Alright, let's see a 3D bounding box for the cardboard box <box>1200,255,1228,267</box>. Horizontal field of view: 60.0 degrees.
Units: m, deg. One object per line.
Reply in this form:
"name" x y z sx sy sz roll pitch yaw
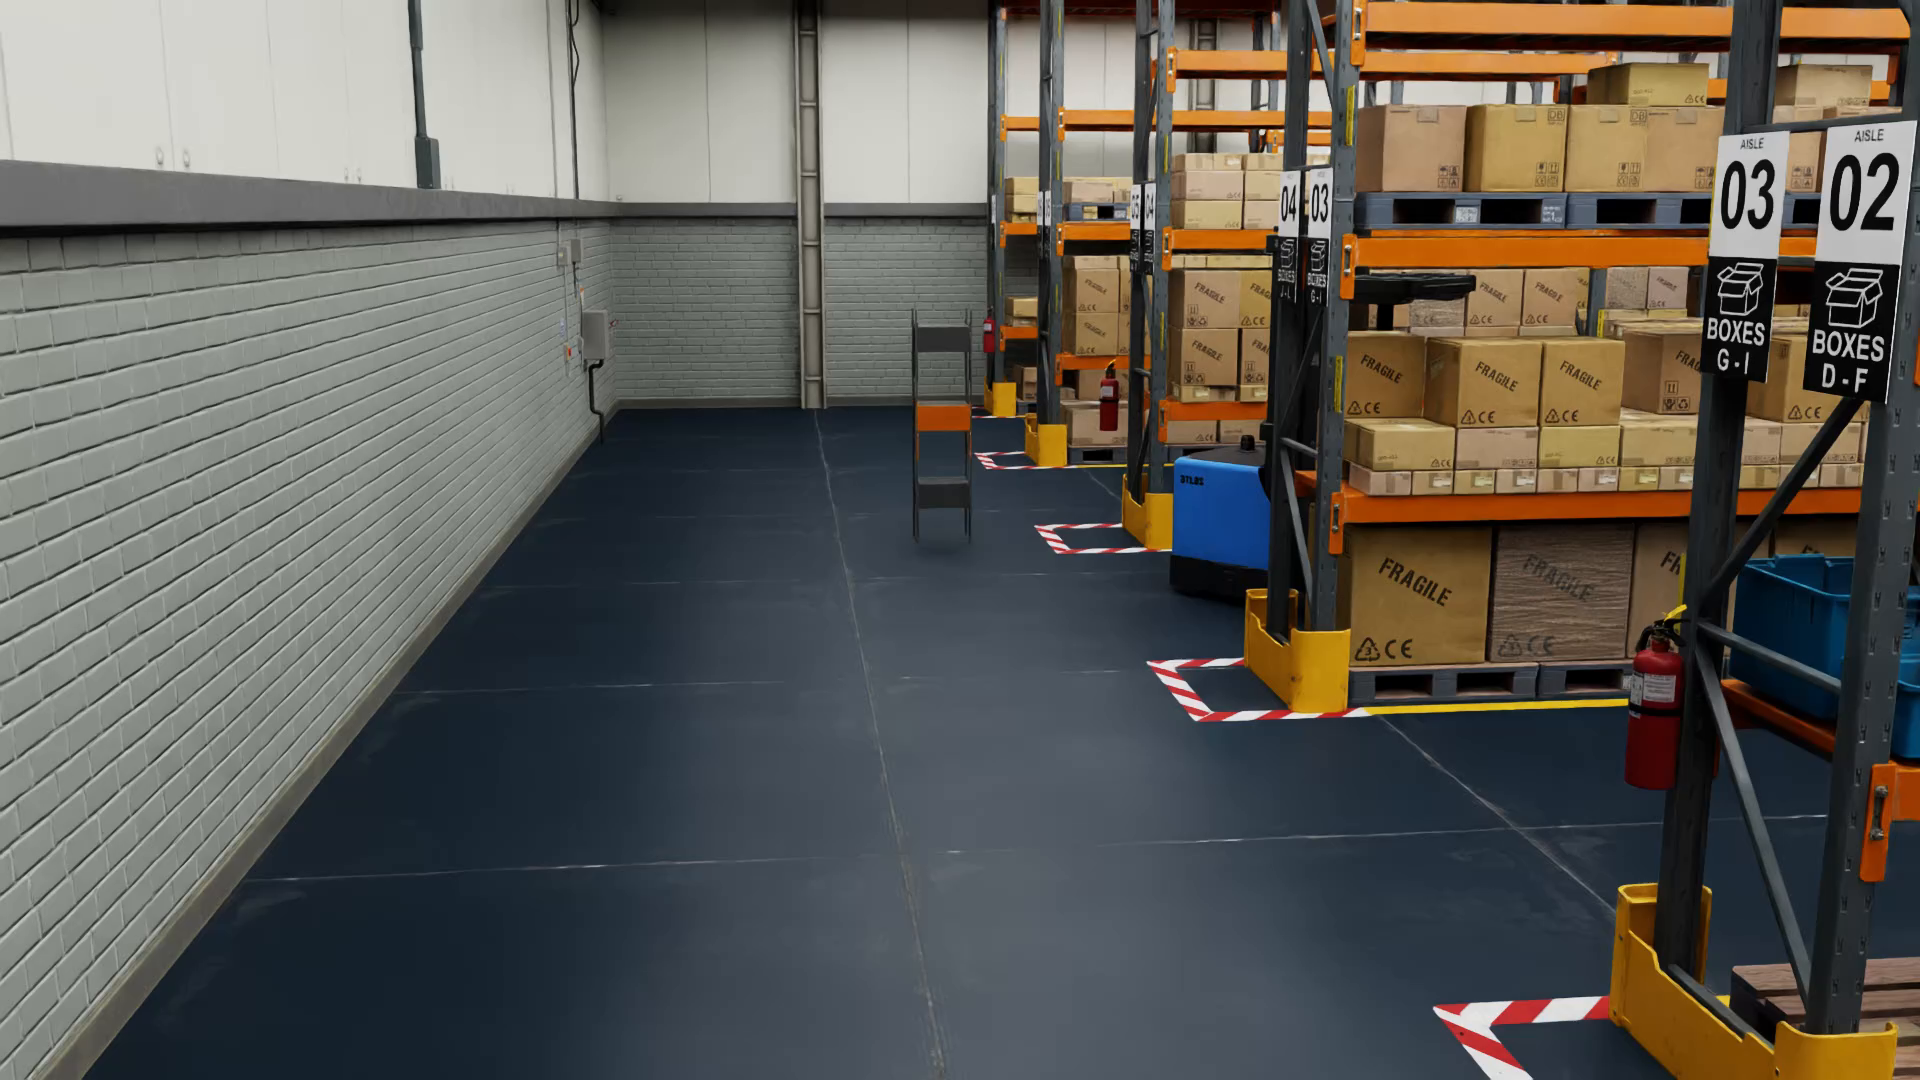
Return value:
"cardboard box" 2.992 -3.284 19.644 0.250 0.149 0.380 -1 11 -7

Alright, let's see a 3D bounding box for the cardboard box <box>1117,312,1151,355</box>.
"cardboard box" 2.071 -2.467 19.764 0.500 0.500 0.500 -1 11 -7

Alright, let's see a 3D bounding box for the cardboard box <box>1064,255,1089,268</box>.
"cardboard box" 1.399 -3.351 19.987 0.250 0.149 0.380 -1 11 -5

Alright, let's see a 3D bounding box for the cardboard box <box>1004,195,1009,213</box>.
"cardboard box" 0.936 -5.005 24.773 0.500 0.250 0.500 -1 11 -7

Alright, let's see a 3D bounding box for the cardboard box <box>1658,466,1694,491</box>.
"cardboard box" 4.312 -0.406 10.189 0.250 0.149 0.380 -1 11 -5

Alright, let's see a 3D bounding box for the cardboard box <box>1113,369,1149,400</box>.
"cardboard box" 2.532 -2.375 24.948 0.500 0.500 0.500 -1 11 -5

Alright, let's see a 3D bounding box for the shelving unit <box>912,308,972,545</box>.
"shelving unit" -0.165 -1.027 15.030 0.503 2.100 0.431 -1 11 -6

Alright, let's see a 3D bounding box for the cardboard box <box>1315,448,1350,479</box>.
"cardboard box" 2.452 -0.494 10.639 0.250 0.149 0.380 -1 11 -5

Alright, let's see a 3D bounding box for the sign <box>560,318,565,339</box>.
"sign" -4.595 -2.447 19.222 0.001 0.218 0.327 -1 11 -6

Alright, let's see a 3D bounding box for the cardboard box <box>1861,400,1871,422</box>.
"cardboard box" 5.682 -1.010 10.283 0.500 0.500 0.500 -1 11 -4

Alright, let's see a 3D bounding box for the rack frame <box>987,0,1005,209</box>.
"rack frame" 0.524 -6.343 24.185 0.127 3.000 1.000 -1 11 -6

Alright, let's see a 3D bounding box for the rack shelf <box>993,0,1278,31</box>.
"rack shelf" 2.512 -7.662 24.146 4.000 0.370 1.077 -1 11 -6

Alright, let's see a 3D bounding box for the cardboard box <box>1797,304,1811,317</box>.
"cardboard box" 10.533 -3.005 20.638 0.500 0.500 0.500 -1 11 -5

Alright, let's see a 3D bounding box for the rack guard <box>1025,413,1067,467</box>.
"rack guard" 1.039 -1.220 20.161 0.348 0.500 1.175 -1 11 -6

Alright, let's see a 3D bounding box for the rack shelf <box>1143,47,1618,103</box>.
"rack shelf" 3.687 -4.131 14.807 4.000 0.370 1.077 -1 11 -6

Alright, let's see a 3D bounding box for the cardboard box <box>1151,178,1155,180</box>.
"cardboard box" 3.016 -5.194 24.440 0.500 0.250 0.500 -1 11 -5

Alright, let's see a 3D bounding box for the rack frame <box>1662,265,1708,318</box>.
"rack frame" 9.017 -2.614 20.770 0.127 3.000 1.000 -1 11 -6

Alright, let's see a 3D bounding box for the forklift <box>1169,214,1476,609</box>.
"forklift" 3.089 -0.906 12.260 3.031 2.935 1.130 10 15 41

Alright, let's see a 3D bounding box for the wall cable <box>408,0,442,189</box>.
"wall cable" -3.860 -5.612 12.129 0.120 5.999 2.277 -1 11 -6

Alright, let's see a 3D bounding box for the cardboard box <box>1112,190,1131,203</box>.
"cardboard box" 1.909 -4.102 19.865 0.250 0.149 0.380 -2 11 -10

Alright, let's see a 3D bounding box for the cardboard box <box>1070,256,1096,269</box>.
"cardboard box" 1.446 -3.260 19.521 0.250 0.149 0.380 -1 11 -5

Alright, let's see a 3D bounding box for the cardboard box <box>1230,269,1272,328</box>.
"cardboard box" 2.674 -2.156 14.818 0.500 0.500 0.500 -1 11 -4

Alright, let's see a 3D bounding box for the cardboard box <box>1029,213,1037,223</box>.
"cardboard box" 1.123 -4.720 24.359 0.250 0.149 0.380 -1 11 -5

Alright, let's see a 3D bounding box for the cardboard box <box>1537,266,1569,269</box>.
"cardboard box" 7.023 -3.062 20.199 0.500 0.500 0.500 -1 11 -7

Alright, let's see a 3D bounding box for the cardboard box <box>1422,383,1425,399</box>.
"cardboard box" 4.115 -1.382 15.154 0.250 0.149 0.380 -1 11 -7

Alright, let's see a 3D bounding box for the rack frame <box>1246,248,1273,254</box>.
"rack frame" 4.500 -3.482 25.188 0.127 3.000 1.000 -1 11 -6

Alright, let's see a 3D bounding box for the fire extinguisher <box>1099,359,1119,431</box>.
"fire extinguisher" 1.398 -1.362 15.571 0.183 0.674 0.296 -1 11 -6

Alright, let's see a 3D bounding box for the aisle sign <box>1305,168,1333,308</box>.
"aisle sign" 2.094 -1.763 9.704 0.004 0.787 0.394 -1 11 -6

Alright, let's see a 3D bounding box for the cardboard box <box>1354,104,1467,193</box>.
"cardboard box" 2.645 -2.344 10.014 0.500 0.500 0.700 -2 11 -10

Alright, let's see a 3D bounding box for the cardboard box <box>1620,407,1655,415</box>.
"cardboard box" 4.114 -0.713 10.718 0.500 0.250 0.500 -1 11 -6

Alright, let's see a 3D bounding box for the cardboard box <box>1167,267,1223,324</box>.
"cardboard box" 2.126 -2.243 15.261 0.500 0.500 0.500 -1 11 -7

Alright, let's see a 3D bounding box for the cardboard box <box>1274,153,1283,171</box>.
"cardboard box" 2.820 -3.301 14.547 0.250 0.149 0.380 -1 11 -5

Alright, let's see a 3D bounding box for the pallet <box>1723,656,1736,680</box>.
"pallet" 5.346 0.739 10.944 1.213 0.211 1.003 -1 11 -6

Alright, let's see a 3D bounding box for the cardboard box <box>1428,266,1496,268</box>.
"cardboard box" 4.686 -2.293 15.514 0.500 0.500 0.500 -2 11 -8

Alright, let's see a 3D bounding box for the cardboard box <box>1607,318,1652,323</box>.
"cardboard box" 6.320 -2.010 15.717 0.250 0.149 0.380 -2 11 -8

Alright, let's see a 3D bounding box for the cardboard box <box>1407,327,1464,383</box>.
"cardboard box" 4.214 -1.693 15.058 0.500 0.500 0.500 -1 11 -6

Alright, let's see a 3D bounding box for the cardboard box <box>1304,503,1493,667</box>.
"cardboard box" 2.761 0.261 10.566 0.875 0.875 0.875 -1 11 -6

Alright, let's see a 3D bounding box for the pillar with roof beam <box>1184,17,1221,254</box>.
"pillar with roof beam" 4.176 -5.759 21.215 0.548 9.000 9.100 -1 11 -6

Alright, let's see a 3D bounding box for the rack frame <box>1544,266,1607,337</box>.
"rack frame" 5.675 -1.583 15.528 0.127 3.000 1.000 -1 11 -6

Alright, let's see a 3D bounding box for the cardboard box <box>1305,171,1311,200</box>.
"cardboard box" 3.185 -3.122 14.673 0.500 0.250 0.500 -1 11 -5

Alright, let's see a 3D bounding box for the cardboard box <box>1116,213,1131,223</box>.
"cardboard box" 2.400 -4.723 24.373 0.250 0.149 0.380 -1 11 -6

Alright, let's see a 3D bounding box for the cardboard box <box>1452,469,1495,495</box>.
"cardboard box" 3.032 -0.379 10.051 0.250 0.149 0.380 -1 11 -7

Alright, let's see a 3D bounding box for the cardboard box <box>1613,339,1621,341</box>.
"cardboard box" 6.116 -1.732 15.076 0.250 0.149 0.380 -1 11 -5

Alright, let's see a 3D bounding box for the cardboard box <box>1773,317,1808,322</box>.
"cardboard box" 7.865 -2.041 15.878 0.250 0.149 0.380 -1 11 -4

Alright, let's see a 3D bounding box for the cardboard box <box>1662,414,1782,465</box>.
"cardboard box" 4.678 -0.621 10.251 0.500 0.250 0.500 -1 11 -5

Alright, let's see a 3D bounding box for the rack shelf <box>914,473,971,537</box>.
"rack shelf" -0.165 -0.327 15.168 0.480 0.518 0.431 -1 11 -6

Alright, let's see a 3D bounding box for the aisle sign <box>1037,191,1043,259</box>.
"aisle sign" 0.958 -3.781 19.966 0.004 0.787 0.394 -1 11 -6

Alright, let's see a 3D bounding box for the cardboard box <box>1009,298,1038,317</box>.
"cardboard box" 1.004 -3.429 24.535 0.500 0.250 0.500 -1 11 -6

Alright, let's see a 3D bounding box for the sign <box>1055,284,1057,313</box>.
"sign" 1.117 -2.804 19.289 0.005 0.325 0.100 -1 11 -6

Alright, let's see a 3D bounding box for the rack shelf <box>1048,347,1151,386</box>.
"rack shelf" 3.052 -2.136 20.204 4.000 0.370 1.077 -1 11 -6

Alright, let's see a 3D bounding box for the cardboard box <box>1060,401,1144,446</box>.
"cardboard box" 1.709 -1.429 20.296 0.875 0.438 0.875 -2 11 -8

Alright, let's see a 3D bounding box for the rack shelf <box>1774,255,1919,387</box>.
"rack shelf" 4.657 -0.757 5.416 4.000 0.370 1.077 -1 11 -6

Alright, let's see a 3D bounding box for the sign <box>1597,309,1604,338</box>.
"sign" 5.741 -1.904 14.916 0.005 0.325 0.100 -1 11 -6

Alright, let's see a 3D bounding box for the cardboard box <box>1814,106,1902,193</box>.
"cardboard box" 5.339 -2.378 10.189 0.500 0.500 0.700 -2 11 -9
